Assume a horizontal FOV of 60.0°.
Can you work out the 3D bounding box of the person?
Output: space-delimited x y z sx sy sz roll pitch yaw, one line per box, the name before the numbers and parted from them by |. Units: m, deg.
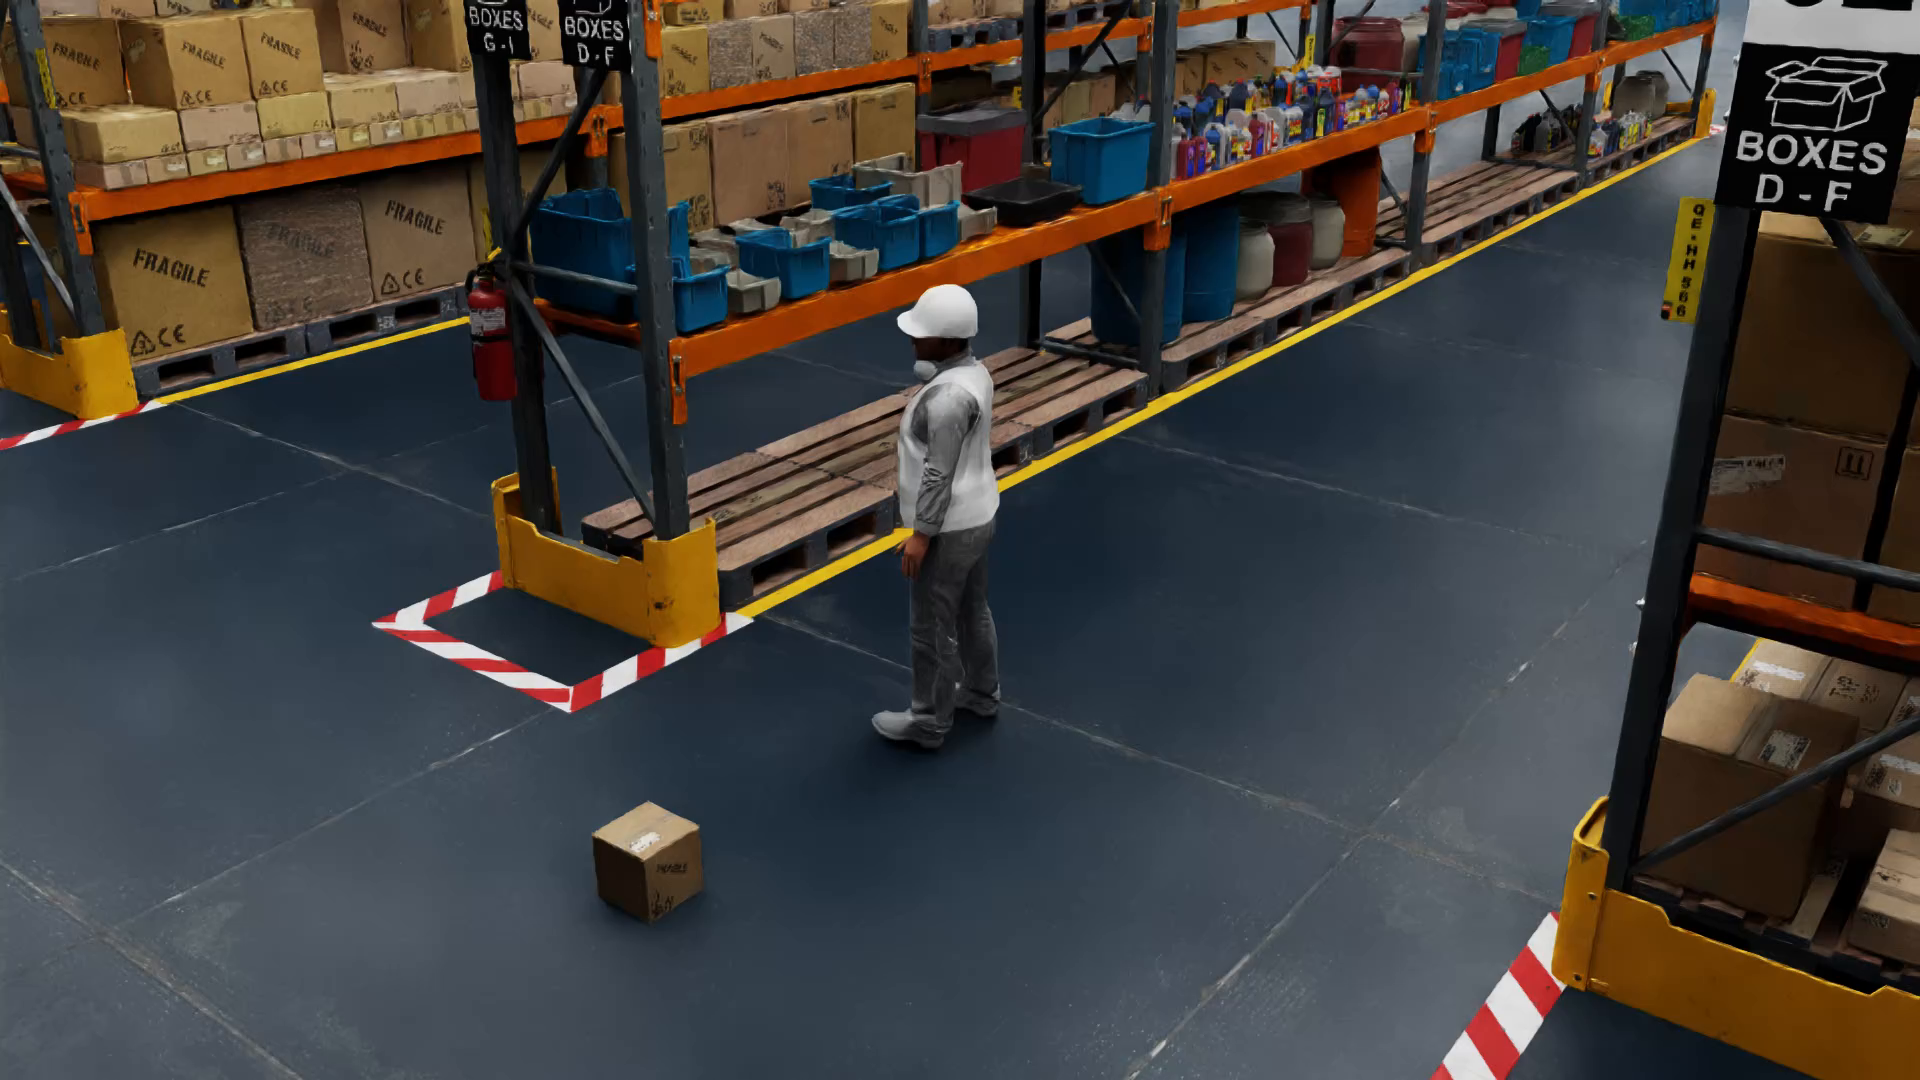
person | -0.087 -0.089 6.201 0.472 1.779 0.577 5 24 10
